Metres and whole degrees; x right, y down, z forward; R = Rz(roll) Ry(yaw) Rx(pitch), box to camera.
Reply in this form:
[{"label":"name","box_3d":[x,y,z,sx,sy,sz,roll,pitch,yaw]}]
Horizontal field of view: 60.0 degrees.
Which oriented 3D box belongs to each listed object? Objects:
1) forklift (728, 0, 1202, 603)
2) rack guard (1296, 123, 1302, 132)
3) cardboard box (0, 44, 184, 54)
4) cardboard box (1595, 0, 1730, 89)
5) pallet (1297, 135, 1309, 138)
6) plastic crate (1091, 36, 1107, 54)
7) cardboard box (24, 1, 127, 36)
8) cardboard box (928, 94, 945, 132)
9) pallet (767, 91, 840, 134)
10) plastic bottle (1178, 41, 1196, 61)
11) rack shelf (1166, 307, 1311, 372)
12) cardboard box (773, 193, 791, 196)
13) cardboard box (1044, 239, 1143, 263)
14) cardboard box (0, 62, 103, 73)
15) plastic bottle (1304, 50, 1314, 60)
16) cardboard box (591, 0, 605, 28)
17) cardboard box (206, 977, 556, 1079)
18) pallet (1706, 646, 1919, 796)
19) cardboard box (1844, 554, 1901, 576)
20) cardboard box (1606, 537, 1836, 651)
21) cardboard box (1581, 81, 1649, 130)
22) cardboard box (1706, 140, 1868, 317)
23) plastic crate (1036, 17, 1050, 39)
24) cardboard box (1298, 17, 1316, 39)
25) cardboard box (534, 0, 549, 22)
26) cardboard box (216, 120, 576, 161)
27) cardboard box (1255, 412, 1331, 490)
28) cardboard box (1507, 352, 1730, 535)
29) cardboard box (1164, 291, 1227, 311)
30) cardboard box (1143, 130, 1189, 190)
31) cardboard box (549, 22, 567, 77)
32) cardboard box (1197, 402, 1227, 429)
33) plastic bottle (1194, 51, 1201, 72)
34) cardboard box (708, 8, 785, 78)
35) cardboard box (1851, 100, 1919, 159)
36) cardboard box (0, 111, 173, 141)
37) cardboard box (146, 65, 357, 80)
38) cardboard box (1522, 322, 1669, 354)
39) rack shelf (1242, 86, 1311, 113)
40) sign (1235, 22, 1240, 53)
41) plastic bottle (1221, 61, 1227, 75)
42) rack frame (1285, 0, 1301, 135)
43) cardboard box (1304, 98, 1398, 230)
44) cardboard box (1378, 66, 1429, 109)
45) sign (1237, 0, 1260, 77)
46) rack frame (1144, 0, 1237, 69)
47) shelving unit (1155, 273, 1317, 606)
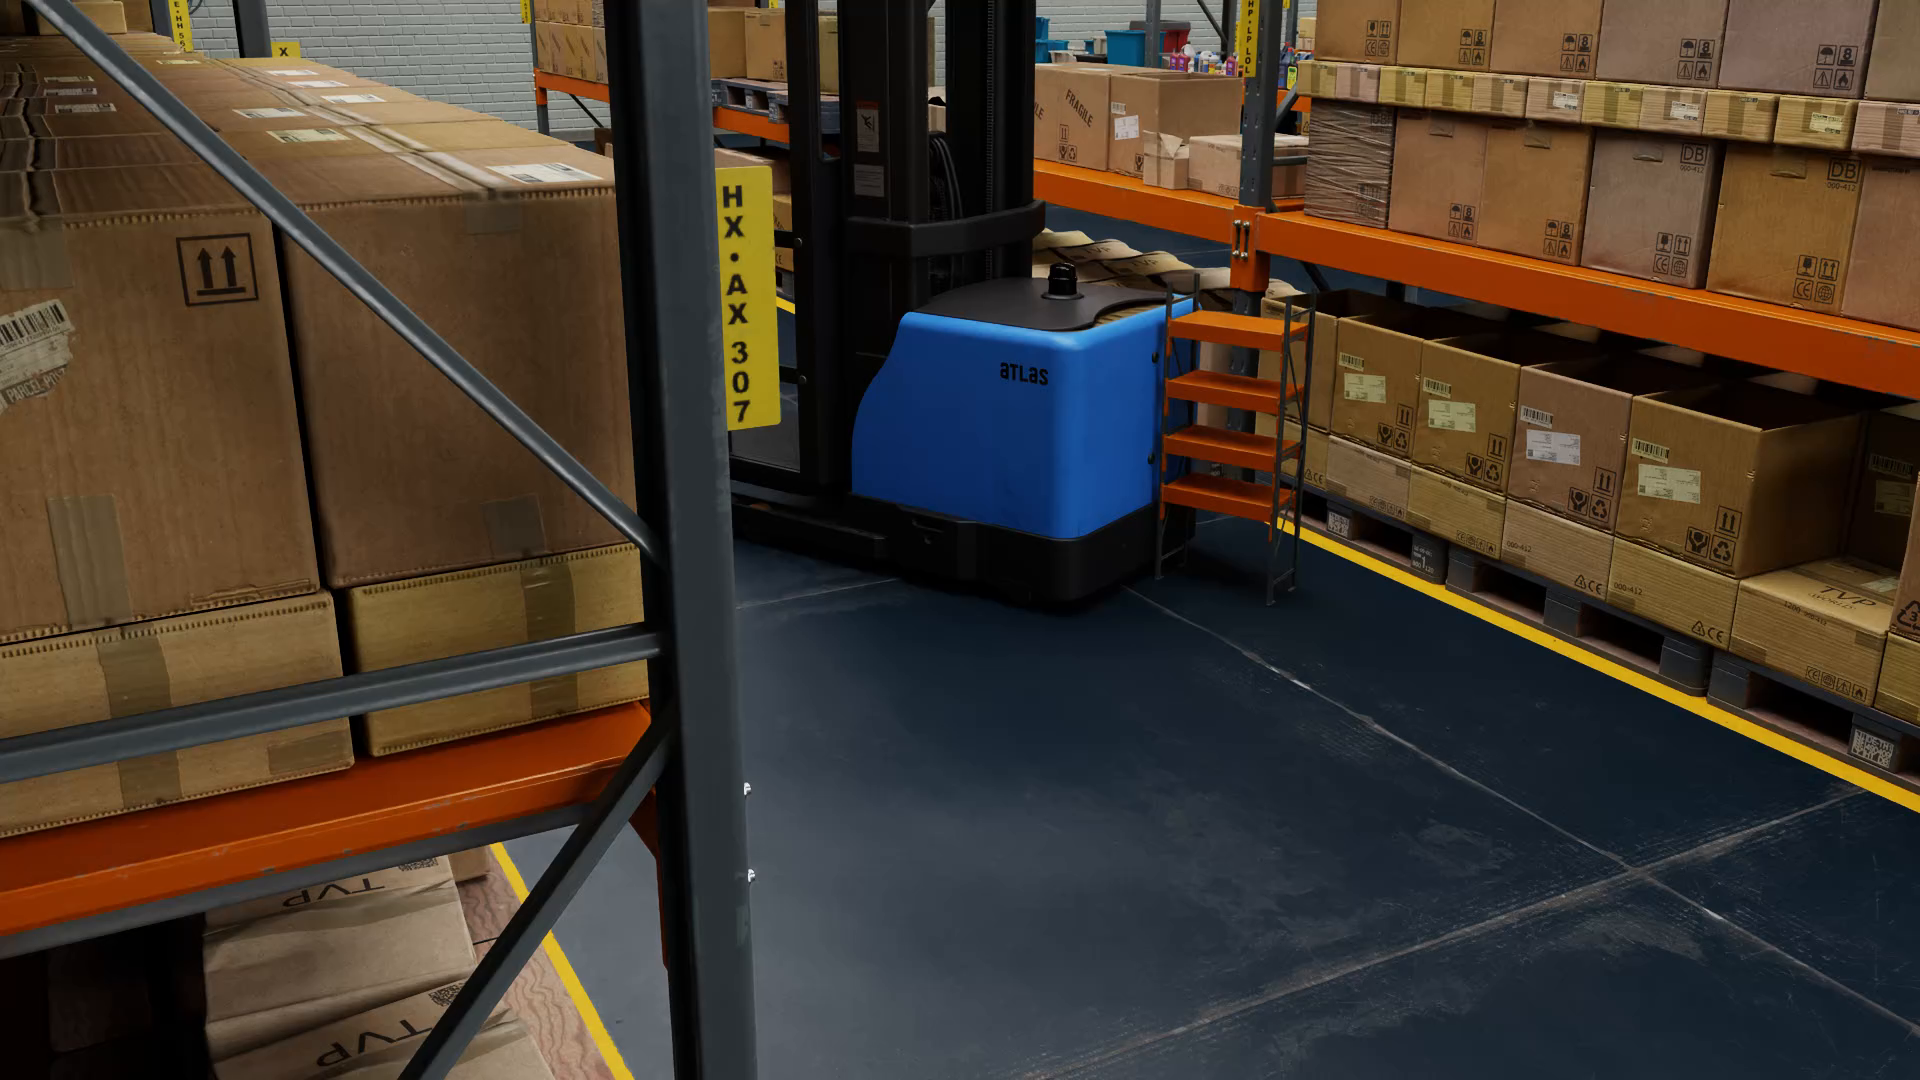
[{"label":"forklift","box_3d":[-0.503,-1.505,6.999,3.031,2.935,1.130,13,23,34]},{"label":"rack guard","box_3d":[4.716,-5.523,22.371,1.175,0.500,0.348,-10,21,-27]},{"label":"cardboard box","box_3d":[-3.463,-1.703,6.642,0.700,0.500,0.500,-7,20,-19]},{"label":"cardboard box","box_3d":[2.637,-1.821,5.669,0.700,0.500,0.500,-10,21,-27]},{"label":"pallet","box_3d":[5.176,-5.162,21.768,1.003,0.211,1.213,-10,21,-27]},{"label":"plastic crate","box_3d":[1.705,-5.221,17.754,0.437,0.282,0.530,-10,21,-27]},{"label":"cardboard box","box_3d":[-4.196,-2.477,7.889,0.380,0.149,0.250,-14,24,-36]},{"label":"cardboard box","box_3d":[0.060,-2.539,10.027,0.500,0.311,0.500,-10,22,-27]},{"label":"pallet","box_3d":[-0.578,-2.961,11.407,1.213,0.211,1.003,-10,21,-27]},{"label":"plastic bottle","box_3d":[2.169,-4.596,15.928,0.144,0.351,0.185,-10,21,-27]},{"label":"rack shelf","box_3d":[1.055,-0.762,6.297,0.480,0.148,0.258,13,23,33]},{"label":"cardboard box","box_3d":[-1.345,-2.425,12.717,0.500,0.500,0.500,-11,22,-29]},{"label":"cardboard box","box_3d":[0.761,-1.626,9.956,0.500,0.311,0.500,-10,21,-27]},{"label":"cardboard box","box_3d":[-2.613,-1.077,4.703,0.500,0.500,0.500,-11,22,-28]},{"label":"plastic bottle","box_3d":[3.018,-4.041,14.319,0.144,0.351,0.185,-10,21,-27]},{"label":"cardboard box","box_3d":[-3.046,-4.932,15.141,0.500,0.500,0.500,-10,21,-26]},{"label":"cardboard box","box_3d":[-1.002,1.048,2.944,0.500,0.311,0.500,-13,23,-33]},{"label":"pallet","box_3d":[3.205,0.534,5.261,1.003,0.211,1.213,-10,21,-27]},{"label":"cardboard box","box_3d":[3.305,0.199,5.529,0.500,0.250,0.500,-10,21,-27]},{"label":"cardboard box","box_3d":[2.603,0.137,5.708,0.500,0.250,0.500,-10,21,-27]},{"label":"cardboard box","box_3d":[2.401,-1.522,5.796,0.380,0.149,0.250,-10,21,-27]},{"label":"cardboard box","box_3d":[2.910,-1.048,5.417,0.700,0.500,0.500,-10,21,-26]},{"label":"plastic crate","box_3d":[0.692,-5.908,19.509,0.616,0.435,0.499,-10,21,-27]},{"label":"cardboard box","box_3d":[4.717,-6.588,21.398,0.500,0.250,0.500,-11,22,-28]},{"label":"cardboard box","box_3d":[-4.014,-5.516,16.832,0.500,0.500,0.500,-9,21,-25]},{"label":"cardboard box","box_3d":[-0.941,-0.423,2.808,0.500,0.500,0.500,-10,21,-27]},{"label":"cardboard box","box_3d":[1.659,-0.438,7.374,0.500,0.250,0.500,-10,21,-27]},{"label":"cardboard box","box_3d":[2.364,-0.361,6.000,0.500,0.500,0.500,-10,21,-27]},{"label":"cardboard box","box_3d":[1.008,-1.104,8.443,0.500,0.311,0.500,-9,21,-25]},{"label":"cardboard box","box_3d":[1.126,-1.880,8.187,0.396,0.266,0.258,-11,22,-28]},{"label":"cardboard box","box_3d":[-3.764,-4.896,16.569,0.500,0.500,0.500,-10,22,-27]},{"label":"cardboard box","box_3d":[1.254,-0.692,8.111,0.500,0.250,0.500,-10,22,-27]},{"label":"plastic bottle","box_3d":[2.247,-4.454,15.636,0.097,0.271,0.097,0,19,0]},{"label":"cardboard box","box_3d":[-1.683,-3.904,13.048,0.700,0.500,0.500,-6,20,-18]},{"label":"cardboard box","box_3d":[2.891,-1.226,4.939,0.380,0.149,0.250,-10,21,-26]},{"label":"cardboard box","box_3d":[-1.643,-0.492,3.009,0.500,0.500,0.500,-11,22,-28]},{"label":"cardboard box","box_3d":[-1.914,-1.014,4.521,0.500,0.500,0.500,-10,21,-27]},{"label":"cardboard box","box_3d":[2.586,-0.585,6.651,0.500,0.500,0.500,-10,21,-27]},{"label":"rack shelf","box_3d":[3.217,-3.868,14.845,1.077,0.370,4.000,-10,21,-27]},{"label":"sign","box_3d":[2.753,-4.998,16.592,0.100,0.325,0.005,-10,21,-27]},{"label":"plastic bottle","box_3d":[2.449,-4.298,15.293,0.097,0.201,0.097,0,19,0]},{"label":"rack frame","box_3d":[4.727,-6.698,21.943,1.000,3.000,0.127,-10,21,-27]},{"label":"cardboard box","box_3d":[1.922,-1.640,7.133,0.700,0.500,0.500,-11,22,-28]},{"label":"cardboard box","box_3d":[1.906,-1.820,6.661,0.380,0.149,0.250,-11,22,-28]},{"label":"sign","box_3d":[1.233,-2.143,7.088,0.100,0.325,0.005,-10,21,-27]},{"label":"rack frame","box_3d":[2.268,-4.782,16.392,1.000,3.000,0.127,-10,21,-27]},{"label":"shelving unit","box_3d":[1.055,-0.391,6.425,0.503,1.200,0.258,13,23,33]}]
